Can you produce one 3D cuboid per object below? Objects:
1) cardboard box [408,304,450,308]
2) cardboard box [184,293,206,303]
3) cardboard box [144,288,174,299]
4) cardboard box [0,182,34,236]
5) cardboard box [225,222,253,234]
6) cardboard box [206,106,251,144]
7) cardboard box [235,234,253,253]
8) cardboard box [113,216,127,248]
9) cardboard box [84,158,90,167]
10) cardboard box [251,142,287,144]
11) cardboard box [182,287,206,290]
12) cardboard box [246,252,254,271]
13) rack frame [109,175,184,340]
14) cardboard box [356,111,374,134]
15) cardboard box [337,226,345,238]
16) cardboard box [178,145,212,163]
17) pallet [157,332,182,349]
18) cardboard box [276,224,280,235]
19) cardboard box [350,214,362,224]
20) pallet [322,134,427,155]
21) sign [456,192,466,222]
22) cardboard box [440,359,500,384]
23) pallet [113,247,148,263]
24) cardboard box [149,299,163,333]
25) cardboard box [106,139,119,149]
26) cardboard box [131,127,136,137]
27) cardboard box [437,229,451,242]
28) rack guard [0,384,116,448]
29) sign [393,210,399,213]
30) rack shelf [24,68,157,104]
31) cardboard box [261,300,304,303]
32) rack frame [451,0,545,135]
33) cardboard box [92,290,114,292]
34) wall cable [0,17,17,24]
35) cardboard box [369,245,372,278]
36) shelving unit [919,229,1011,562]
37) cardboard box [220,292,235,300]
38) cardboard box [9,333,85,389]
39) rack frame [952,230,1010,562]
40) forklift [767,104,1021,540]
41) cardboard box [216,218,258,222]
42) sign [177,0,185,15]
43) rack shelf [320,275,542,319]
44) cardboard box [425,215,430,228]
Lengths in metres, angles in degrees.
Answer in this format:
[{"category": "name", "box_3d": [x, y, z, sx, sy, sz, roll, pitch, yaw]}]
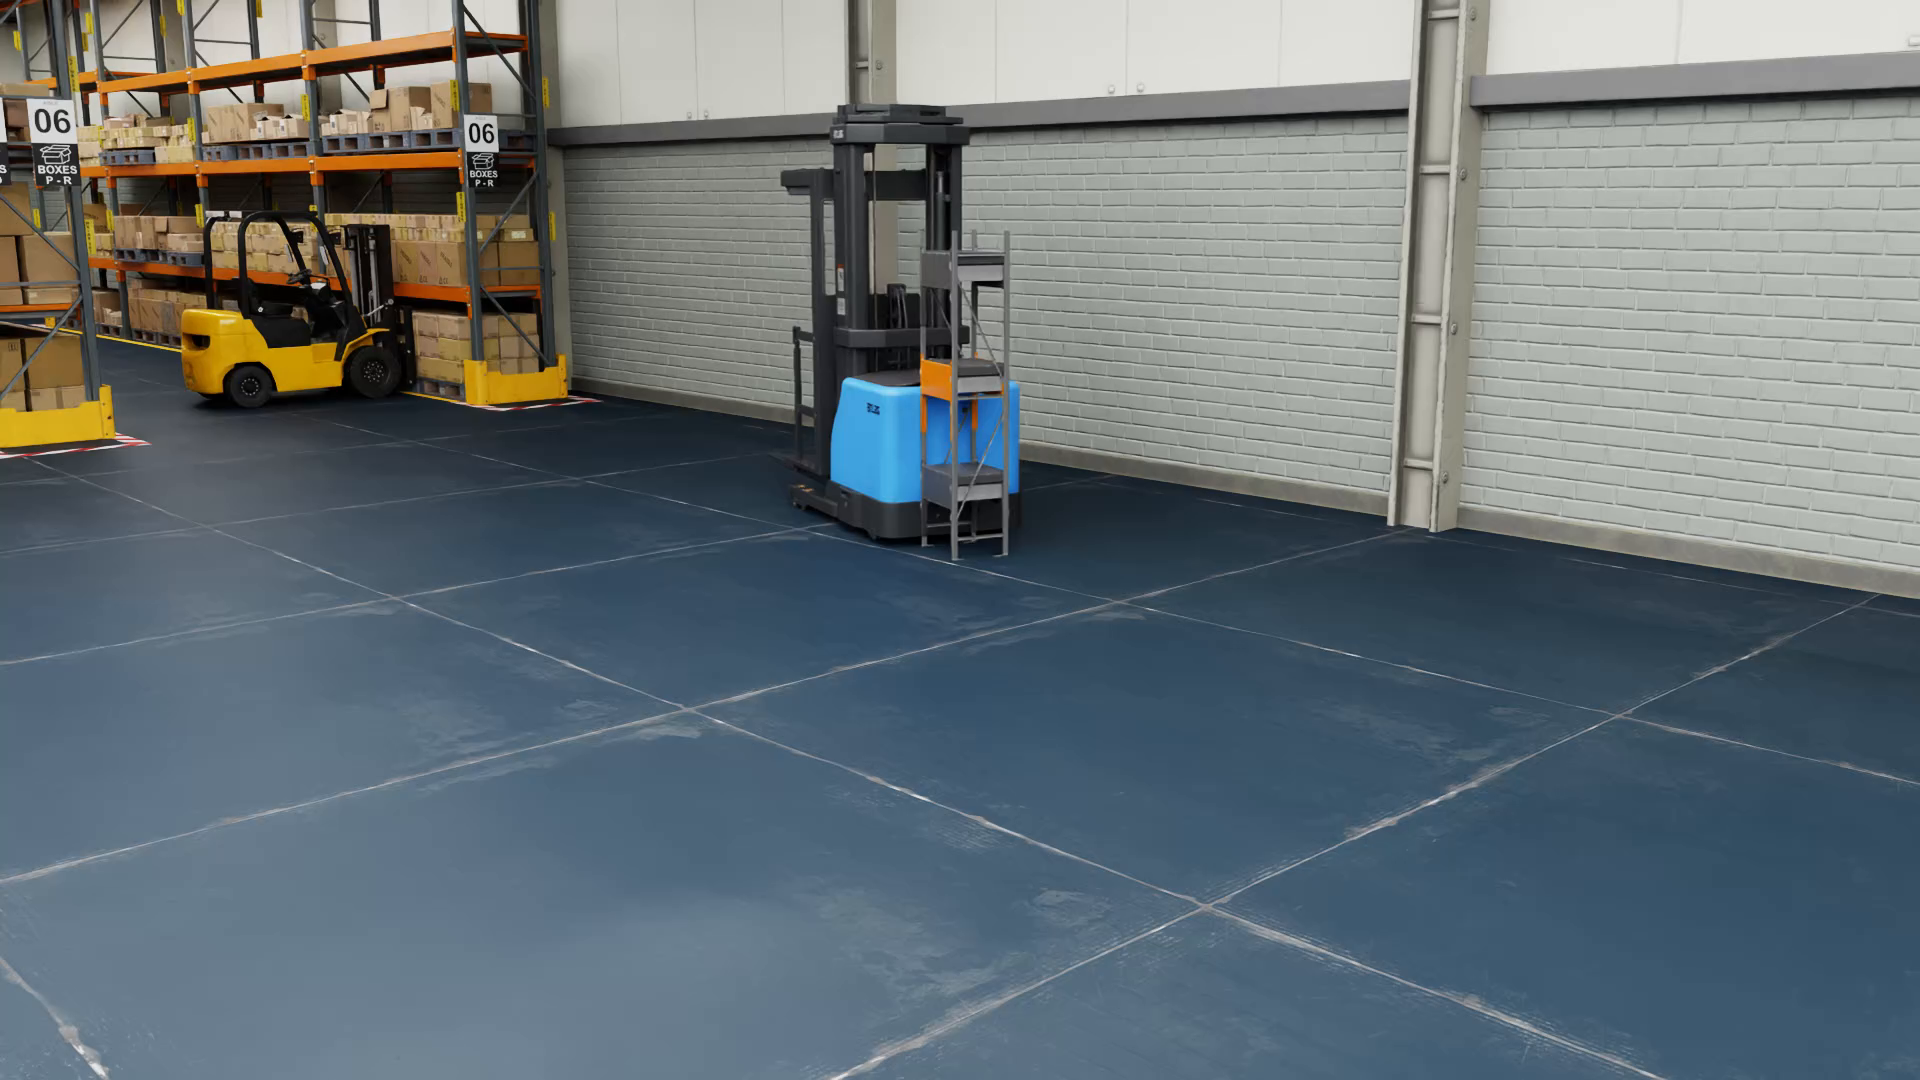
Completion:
[{"category": "cardboard box", "box_3d": [-6.728, -2.836, 21.039, 0.500, 0.250, 0.500, -11, 16, -42]}, {"category": "cardboard box", "box_3d": [-11.705, -3.724, 25.602, 0.380, 0.149, 0.250, -10, 15, -41]}, {"category": "cardboard box", "box_3d": [-12.944, -3.991, 26.898, 0.250, 0.149, 0.380, 11, 16, 42]}, {"category": "cardboard box", "box_3d": [-9.244, -3.132, 15.718, 0.500, 0.500, 0.700, 11, 16, 44]}, {"category": "cardboard box", "box_3d": [-10.282, -4.470, 23.819, 0.380, 0.149, 0.250, -10, 16, -41]}, {"category": "cardboard box", "box_3d": [-10.346, -5.897, 23.629, 0.500, 0.500, 0.500, -11, 16, -42]}, {"category": "cardboard box", "box_3d": [-9.847, -4.184, 23.419, 0.500, 0.250, 0.500, 11, 16, 44]}, {"category": "cardboard box", "box_3d": [-13.260, -5.000, 26.959, 0.700, 0.500, 0.500, -10, 16, -41]}, {"category": "cardboard box", "box_3d": [-14.407, -6.318, 27.832, 0.380, 0.149, 0.250, -11, 16, -43]}, {"category": "cardboard box", "box_3d": [-9.985, -5.844, 23.992, 0.500, 0.250, 0.500, -11, 16, -43]}, {"category": "cardboard box", "box_3d": [-12.414, -4.027, 27.072, 0.250, 0.149, 0.380, 11, 16, 42]}, {"category": "cardboard box", "box_3d": [-9.836, -3.943, 23.488, 0.500, 0.250, 0.500, 11, 16, 43]}, {"category": "rack frame", "box_3d": [-13.433, -4.847, 27.506, 1.000, 3.000, 0.127, -11, 16, -43]}, {"category": "cardboard box", "box_3d": [-7.102, -5.079, 20.240, 0.258, 0.266, 0.396, 11, 16, 44]}, {"category": "cardboard box", "box_3d": [-7.698, -3.926, 21.177, 0.380, 0.149, 0.250, -10, 16, -41]}, {"category": "cardboard box", "box_3d": [-11.200, -5.700, 24.584, 0.500, 0.250, 0.500, 11, 16, 43]}, {"category": "pallet", "box_3d": [-11.997, -3.190, 26.372, 1.003, 0.211, 1.213, -11, 16, -43]}, {"category": "cardboard box", "box_3d": [-9.040, -4.210, 22.559, 0.250, 0.149, 0.380, 11, 16, 44]}, {"category": "cardboard box", "box_3d": [-7.370, -3.991, 20.756, 0.380, 0.149, 0.250, -10, 16, -41]}, {"category": "pallet", "box_3d": [-7.300, -4.985, 20.958, 1.003, 0.211, 1.213, -11, 16, -43]}, {"category": "sign", "box_3d": [-5.548, -3.706, 18.507, 0.100, 0.325, 0.005, -11, 16, -43]}, {"category": "cardboard box", "box_3d": [-5.698, -1.980, 19.359, 0.500, 0.250, 0.500, -11, 16, -42]}, {"category": "pallet", "box_3d": [-12.960, -4.621, 26.885, 1.003, 0.211, 1.213, -11, 16, -43]}, {"category": "cardboard box", "box_3d": [-12.545, -3.577, 26.494, 0.500, 0.500, 0.500, 11, 16, 43]}, {"category": "cardboard box", "box_3d": [-13.360, -6.306, 26.488, 0.380, 0.149, 0.250, -11, 16, -42]}, {"category": "cardboard box", "box_3d": [-12.604, -6.311, 25.771, 0.380, 0.149, 0.250, -11, 16, -42]}, {"category": "cardboard box", "box_3d": [-5.786, -3.507, 19.147, 0.380, 0.149, 0.250, -11, 16, -42]}, {"category": "rack guard", "box_3d": [-8.785, -1.191, 15.951, 1.175, 0.500, 0.348, -11, 16, -43]}, {"category": "sign", "box_3d": [-7.507, -4.220, 22.120, 0.100, 0.325, 0.005, -11, 16, -43]}, {"category": "rack shelf", "box_3d": [-14.814, -7.724, 28.390, 1.077, 0.370, 4.000, -11, 16, -43]}, {"category": "cardboard box", "box_3d": [-9.792, -3.119, 23.961, 0.875, 0.625, 0.625, -10, 15, -41]}, {"category": "rack frame", "box_3d": [-5.145, -6.034, 18.400, 1.000, 3.000, 0.127, -11, 16, -43]}, {"category": "cardboard box", "box_3d": [-14.986, -4.089, 28.978, 0.500, 0.500, 0.500, -11, 16, -42]}, {"category": "wall cable", "box_3d": [-19.167, -12.096, 34.037, 2.988, 3.039, 0.133, -11, 16, -43]}, {"category": "cardboard box", "box_3d": [-7.068, -3.480, 20.622, 0.500, 0.500, 0.500, -11, 16, -43]}, {"category": "shelving unit", "box_3d": [0.029, -0.949, 10.816, 0.431, 2.100, 0.503, -5, 13, -24]}, {"category": "cardboard box", "box_3d": [-11.199, -3.750, 25.725, 0.380, 0.149, 0.250, -11, 16, -42]}, {"category": "cardboard box", "box_3d": [-9.107, -1.790, 16.580, 0.500, 0.500, 0.500, 11, 16, 43]}, {"category": "rack frame", "box_3d": [0.132, -0.905, 10.600, 0.400, 2.100, 0.015, -5, 13, -24]}, {"category": "forklift", "box_3d": [-0.657, -1.688, 12.343, 1.130, 2.935, 3.031, -5, 13, -24]}, {"category": "cardboard box", "box_3d": [-10.913, -4.615, 25.090, 0.500, 0.500, 0.500, -10, 15, -40]}, {"category": "sign", "box_3d": [-11.056, -7.621, 23.591, 0.100, 0.325, 0.005, -11, 16, -43]}, {"category": "rack shelf", "box_3d": [-6.527, -3.036, 20.495, 1.077, 0.370, 4.000, -11, 16, -43]}, {"category": "cardboard box", "box_3d": [-6.056, -3.744, 19.558, 0.380, 0.149, 0.250, -11, 16, -42]}]
